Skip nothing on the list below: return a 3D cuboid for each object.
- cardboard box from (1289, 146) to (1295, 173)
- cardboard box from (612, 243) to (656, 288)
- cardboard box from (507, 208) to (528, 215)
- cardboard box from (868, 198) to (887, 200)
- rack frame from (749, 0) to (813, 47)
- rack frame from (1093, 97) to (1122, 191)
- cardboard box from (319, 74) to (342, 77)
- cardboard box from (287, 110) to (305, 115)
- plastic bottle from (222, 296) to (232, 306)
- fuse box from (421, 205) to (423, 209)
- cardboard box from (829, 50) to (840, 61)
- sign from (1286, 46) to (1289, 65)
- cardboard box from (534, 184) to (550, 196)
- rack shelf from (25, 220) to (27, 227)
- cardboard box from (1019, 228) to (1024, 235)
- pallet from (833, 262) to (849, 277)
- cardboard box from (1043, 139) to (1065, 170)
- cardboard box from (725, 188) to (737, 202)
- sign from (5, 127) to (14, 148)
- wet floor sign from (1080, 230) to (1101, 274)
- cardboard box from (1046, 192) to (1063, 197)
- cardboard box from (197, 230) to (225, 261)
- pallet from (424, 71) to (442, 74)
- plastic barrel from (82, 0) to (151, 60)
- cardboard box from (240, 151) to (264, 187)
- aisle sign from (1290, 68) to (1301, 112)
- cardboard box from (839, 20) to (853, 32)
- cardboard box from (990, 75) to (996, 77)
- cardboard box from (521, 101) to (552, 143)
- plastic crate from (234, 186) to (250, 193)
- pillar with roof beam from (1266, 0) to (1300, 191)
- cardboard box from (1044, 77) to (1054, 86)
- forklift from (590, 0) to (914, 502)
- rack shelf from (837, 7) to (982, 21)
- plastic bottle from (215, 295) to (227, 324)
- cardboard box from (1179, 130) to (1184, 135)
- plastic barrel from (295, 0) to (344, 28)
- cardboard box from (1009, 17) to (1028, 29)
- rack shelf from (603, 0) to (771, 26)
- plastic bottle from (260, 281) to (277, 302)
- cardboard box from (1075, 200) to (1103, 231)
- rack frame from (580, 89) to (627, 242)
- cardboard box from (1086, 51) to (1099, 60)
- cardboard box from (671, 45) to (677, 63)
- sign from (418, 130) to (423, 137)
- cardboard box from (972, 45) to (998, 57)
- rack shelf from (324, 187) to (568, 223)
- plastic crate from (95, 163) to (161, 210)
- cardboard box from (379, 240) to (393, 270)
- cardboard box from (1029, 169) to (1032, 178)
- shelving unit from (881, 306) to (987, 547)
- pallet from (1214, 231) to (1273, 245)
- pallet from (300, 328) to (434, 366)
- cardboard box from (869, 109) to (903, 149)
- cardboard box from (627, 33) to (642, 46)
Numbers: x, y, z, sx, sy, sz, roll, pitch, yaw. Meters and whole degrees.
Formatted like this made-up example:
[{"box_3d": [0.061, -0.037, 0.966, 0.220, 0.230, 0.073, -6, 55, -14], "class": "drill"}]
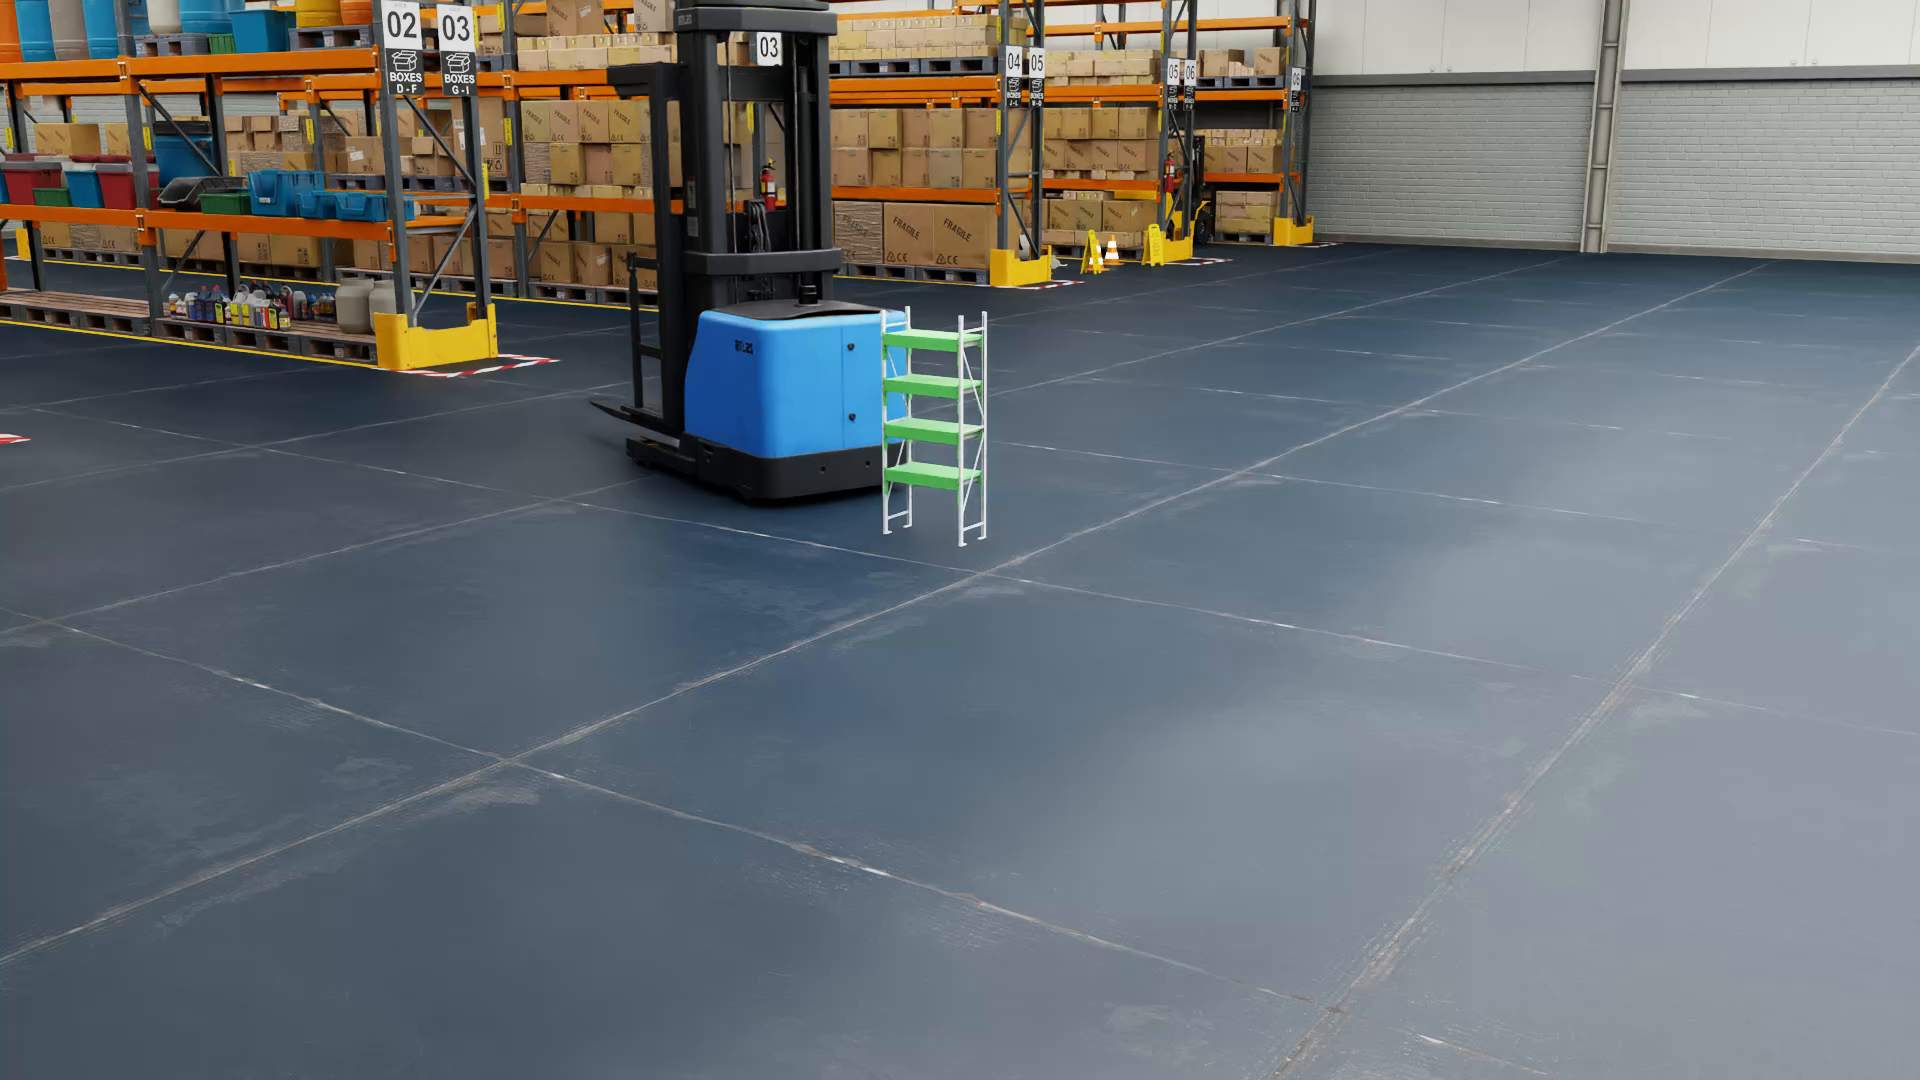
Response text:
[{"box_3d": [6.028, -7.245, 31.640, 0.500, 0.500, 0.500, 10, 17, 35], "class": "cardboard box"}, {"box_3d": [-3.984, -3.431, 20.768, 0.500, 0.500, 0.500, 8, 16, 28], "class": "cardboard box"}, {"box_3d": [-7.351, -5.687, 28.324, 0.500, 0.250, 0.500, 10, 17, 34], "class": "cardboard box"}, {"box_3d": [-1.670, -7.291, 36.360, 0.500, 0.500, 0.500, 10, 17, 35], "class": "cardboard box"}, {"box_3d": [-2.013, -7.021, 18.457, 0.127, 3.000, 1.000, 9, 17, 33], "class": "rack frame"}, {"box_3d": [2.965, -7.611, 33.327, 0.127, 3.000, 1.000, 9, 17, 33], "class": "rack frame"}, {"box_3d": [-8.404, -6.451, 22.709, 0.500, 0.250, 0.500, 10, 17, 34], "class": "cardboard box"}, {"box_3d": [-12.213, -7.795, 31.161, 0.500, 0.500, 0.500, 9, 17, 32], "class": "cardboard box"}, {"box_3d": [-7.359, -2.318, 16.707, 0.097, 0.271, 0.097, 0, 14, 0], "class": "plastic bottle"}, {"box_3d": [-13.157, -8.756, 40.631, 0.414, 1.711, 0.539, 9, 17, 33], "class": "fuse box"}, {"box_3d": [-1.738, -6.988, 24.010, 0.250, 0.149, 0.380, 9, 16, 32], "class": "cardboard box"}, {"box_3d": [5.970, -8.816, 30.273, 0.005, 0.325, 0.100, 9, 17, 33], "class": "sign"}, {"box_3d": [-5.122, -4.398, 20.870, 0.250, 0.149, 0.380, 9, 17, 33], "class": "cardboard box"}, {"box_3d": [-13.075, -4.113, 20.692, 4.000, 0.370, 1.077, 9, 17, 33], "class": "rack shelf"}, {"box_3d": [0.986, -5.288, 28.789, 0.500, 0.250, 0.500, 10, 17, 36], "class": "cardboard box"}, {"box_3d": [-1.893, -4.149, 25.145, 1.213, 0.211, 1.003, 9, 17, 33], "class": "pallet"}, {"box_3d": [1.677, -6.503, 28.023, 0.500, 0.500, 0.500, 9, 17, 33], "class": "cardboard box"}, {"box_3d": [-2.572, -4.017, 19.332, 0.250, 0.149, 0.380, 9, 17, 33], "class": "cardboard box"}, {"box_3d": [-15.604, -6.603, 27.288, 0.005, 0.325, 0.100, 9, 17, 33], "class": "sign"}, {"box_3d": [1.968, -4.332, 24.980, 0.232, 0.644, 0.267, 6, 15, 23], "class": "wet floor sign"}, {"box_3d": [1.887, -6.835, 34.262, 0.625, 0.625, 0.875, 9, 17, 32], "class": "cardboard box"}, {"box_3d": [-10.687, -4.689, 25.069, 0.875, 0.875, 1.225, 9, 16, 31], "class": "cardboard box"}, {"box_3d": [-6.648, -6.252, 21.986, 1.003, 0.211, 1.213, 9, 17, 33], "class": "pallet"}, {"box_3d": [-8.640, -5.382, 17.035, 0.708, 0.901, 0.600, 9, 17, 33], "class": "plastic barrel"}, {"box_3d": [-10.042, -5.384, 24.121, 0.500, 0.500, 0.500, 9, 16, 31], "class": "cardboard box"}, {"box_3d": [6.175, -8.269, 30.575, 0.004, 0.787, 0.394, 9, 17, 33], "class": "aisle sign"}, {"box_3d": [-1.521, -7.341, 23.774, 0.250, 0.149, 0.380, 9, 17, 33], "class": "cardboard box"}, {"box_3d": [0.844, -7.968, 28.218, 0.500, 0.250, 0.500, 9, 17, 32], "class": "cardboard box"}, {"box_3d": [-5.101, -5.212, 20.728, 0.500, 0.500, 0.500, 9, 17, 33], "class": "cardboard box"}, {"box_3d": [-7.027, -3.491, 16.992, 0.616, 0.251, 0.499, 9, 17, 33], "class": "plastic crate"}, {"box_3d": [3.807, -9.401, 28.074, 0.400, 9.000, 9.100, 9, 17, 33], "class": "pillar with roof beam"}, {"box_3d": [1.601, -7.657, 27.792, 0.250, 0.149, 0.380, 9, 17, 33], "class": "cardboard box"}, {"box_3d": [-1.524, -1.945, 10.582, 1.130, 2.935, 3.031, -9, 17, -33], "class": "forklift"}, {"box_3d": [-1.461, -9.258, 29.824, 4.000, 0.370, 1.077, 9, 17, 33], "class": "rack shelf"}, {"box_3d": [-7.388, -2.306, 16.632, 0.133, 0.283, 0.061, 10, 17, 35], "class": "plastic bottle"}, {"box_3d": [4.394, -7.830, 32.035, 0.250, 0.149, 0.380, 9, 17, 33], "class": "cardboard box"}, {"box_3d": [-5.795, -5.000, 15.270, 0.600, 0.588, 0.600, 0, 14, 0], "class": "plastic barrel"}, {"box_3d": [0.739, -7.166, 23.066, 0.250, 0.149, 0.380, 9, 17, 33], "class": "cardboard box"}, {"box_3d": [-4.140, -8.257, 25.782, 4.000, 0.370, 1.077, 9, 17, 33], "class": "rack shelf"}, {"box_3d": [-7.242, -2.530, 17.400, 0.185, 0.351, 0.144, 8, 16, 30], "class": "plastic bottle"}, {"box_3d": [2.272, -5.442, 27.853, 0.500, 0.500, 0.500, 10, 17, 35], "class": "cardboard box"}, {"box_3d": [-5.800, -6.157, 27.452, 0.127, 3.000, 1.000, 9, 17, 33], "class": "rack frame"}, {"box_3d": [2.277, -7.943, 27.290, 0.250, 0.149, 0.380, 9, 17, 33], "class": "cardboard box"}, {"box_3d": [-2.971, -5.572, 19.160, 0.500, 0.250, 0.500, 9, 17, 33], "class": "cardboard box"}, {"box_3d": [-9.415, -7.004, 29.074, 0.005, 0.325, 0.100, 9, 17, 33], "class": "sign"}, {"box_3d": [0.374, -6.647, 22.632, 0.250, 0.149, 0.380, 9, 17, 33], "class": "cardboard box"}, {"box_3d": [-6.992, -4.564, 22.514, 4.000, 0.370, 1.077, 9, 17, 33], "class": "rack shelf"}, {"box_3d": [-8.669, -3.692, 17.363, 0.583, 0.464, 0.402, 9, 17, 33], "class": "plastic crate"}, {"box_3d": [-7.617, -4.024, 23.122, 0.500, 0.500, 0.700, 8, 16, 28], "class": "cardboard box"}, {"box_3d": [1.337, -6.219, 28.227, 0.250, 0.149, 0.380, 9, 17, 33], "class": "cardboard box"}, {"box_3d": [-0.137, -0.605, 8.769, 0.503, 1.200, 0.258, 9, 17, 33], "class": "shelving unit"}, {"box_3d": [5.627, -5.815, 31.875, 1.213, 0.211, 1.003, 9, 17, 33], "class": "pallet"}, {"box_3d": [-5.538, -1.878, 15.971, 1.213, 0.211, 1.003, 9, 17, 33], "class": "pallet"}, {"box_3d": [-0.857, -5.941, 24.021, 0.500, 0.550, 0.875, 9, 17, 33], "class": "cardboard box"}, {"box_3d": [-3.695, -5.882, 19.583, 0.250, 0.149, 0.380, 8, 16, 30], "class": "cardboard box"}]
